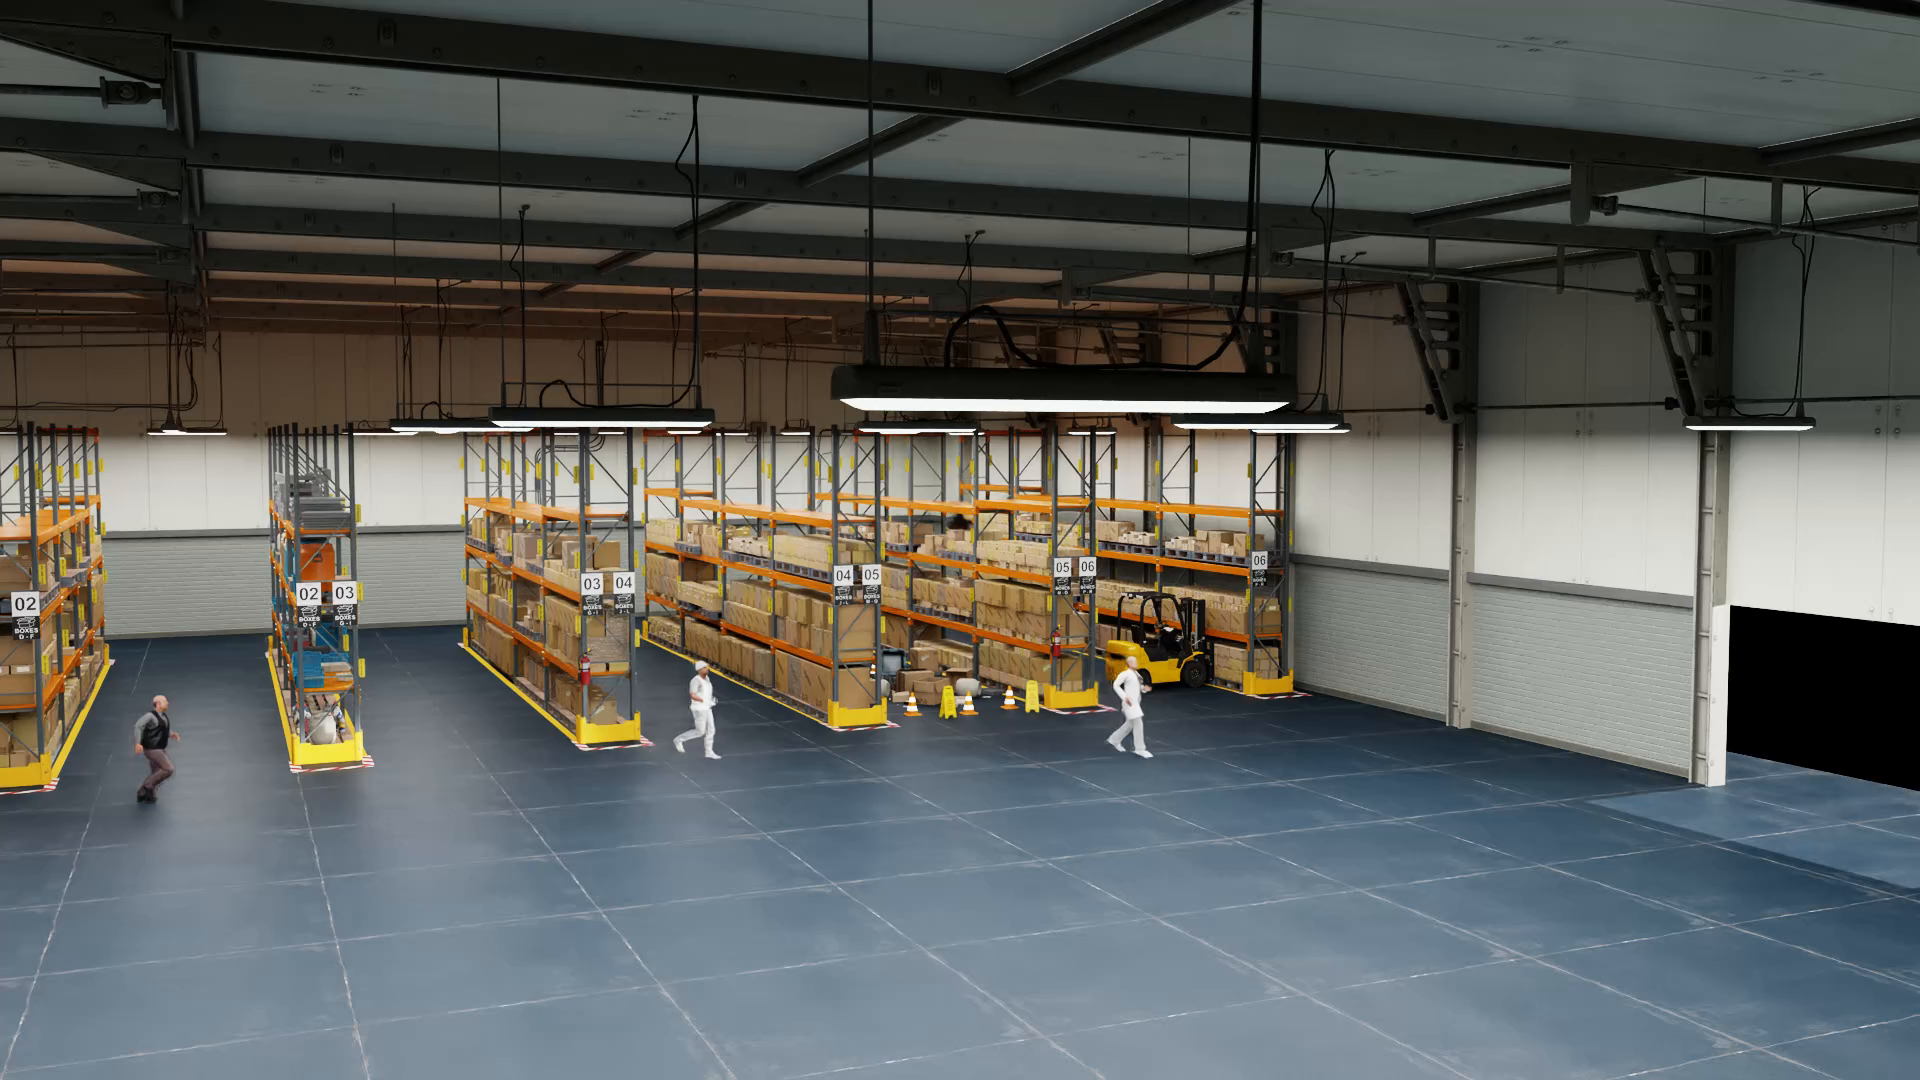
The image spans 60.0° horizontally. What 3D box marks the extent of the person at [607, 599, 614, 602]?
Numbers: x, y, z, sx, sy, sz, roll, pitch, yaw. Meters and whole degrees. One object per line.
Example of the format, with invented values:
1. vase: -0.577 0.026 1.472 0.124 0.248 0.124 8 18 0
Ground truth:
1. person: -10.057 1.961 46.864 0.696 1.760 0.925 0 3 3

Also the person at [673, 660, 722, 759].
1. person: -4.683 3.035 29.764 0.854 1.779 0.689 1 4 10

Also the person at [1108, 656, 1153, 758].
1. person: 3.074 2.993 29.991 0.918 1.805 0.701 2 4 24

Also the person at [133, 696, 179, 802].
1. person: -12.626 3.279 26.136 0.667 1.663 0.662 0 4 -7
